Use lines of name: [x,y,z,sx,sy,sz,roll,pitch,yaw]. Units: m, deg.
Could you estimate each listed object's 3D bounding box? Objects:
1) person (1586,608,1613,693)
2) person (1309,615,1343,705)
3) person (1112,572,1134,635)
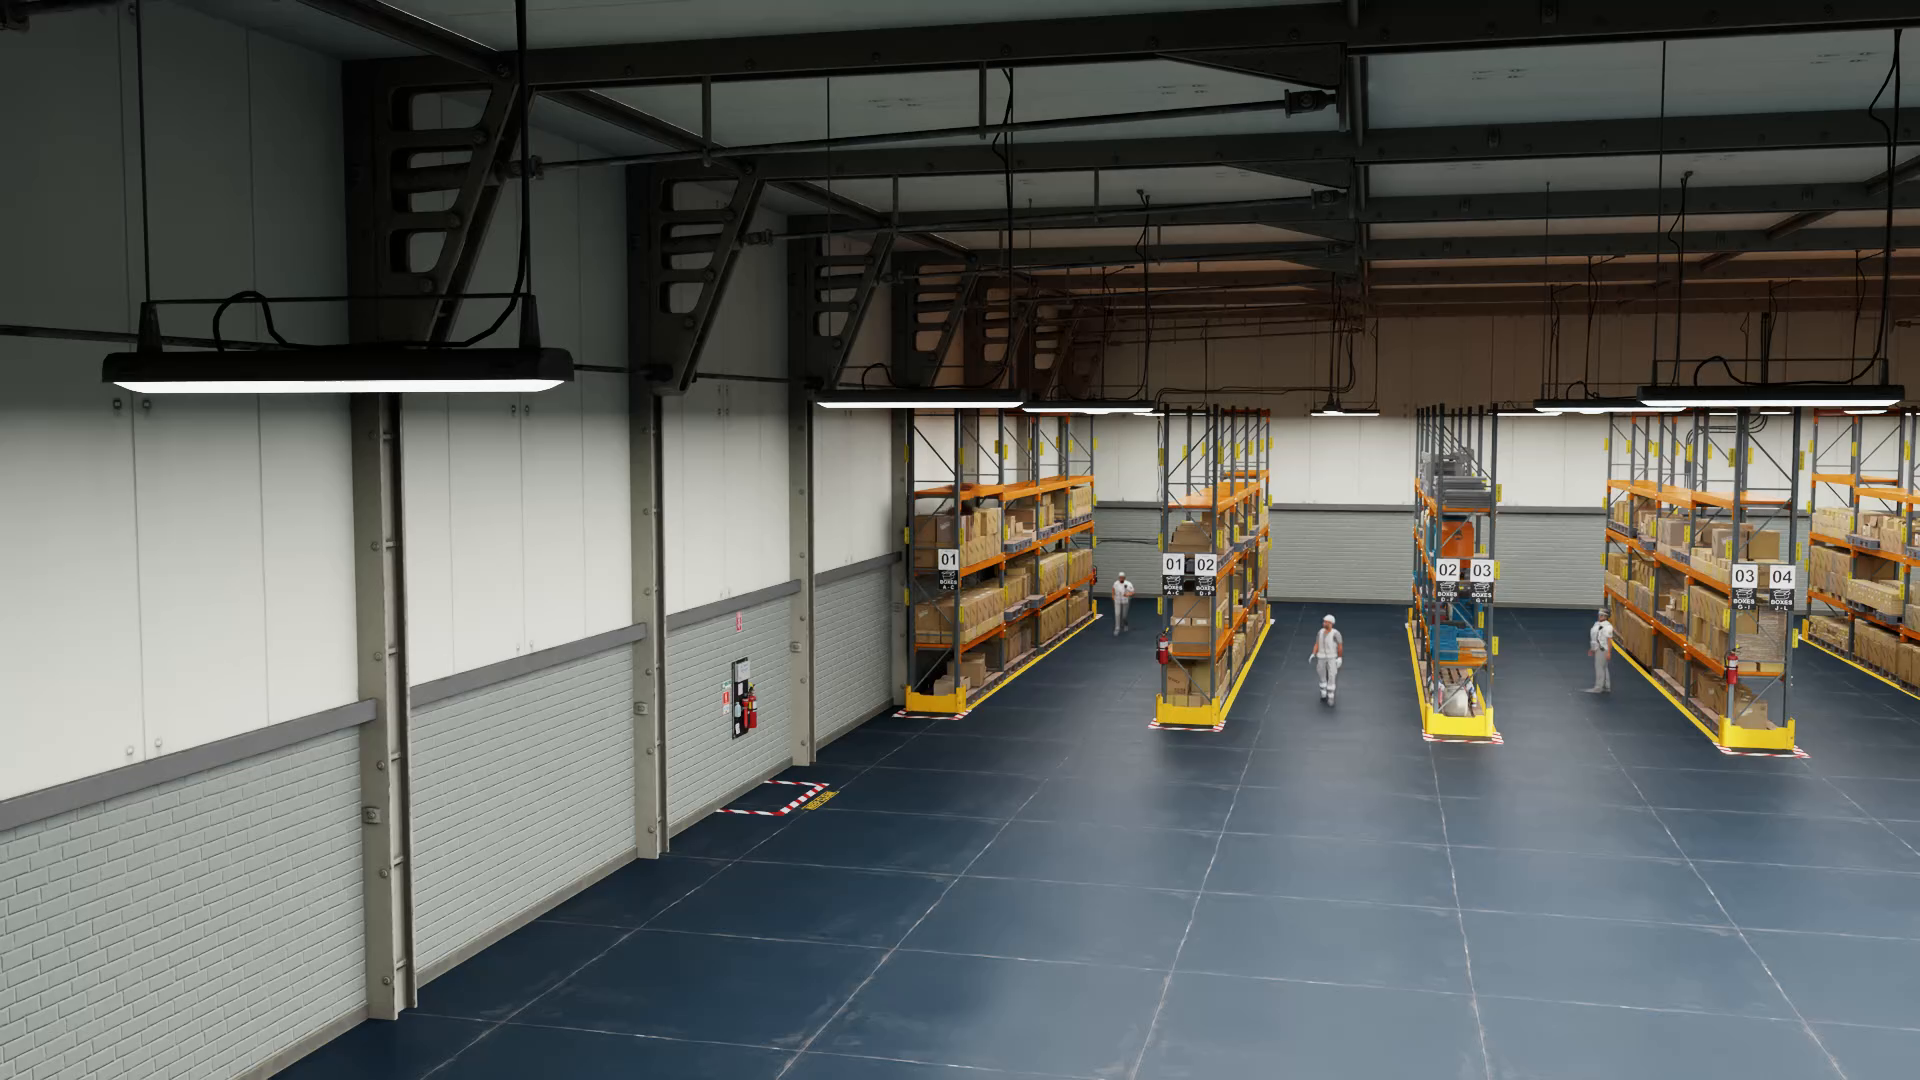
person: [13.380,2.307,34.839,0.524,1.752,0.537,1,4,9]
person: [7.378,2.391,33.542,0.661,1.747,0.994,1,4,13]
person: [4.298,1.666,44.094,0.631,1.620,1.028,1,4,16]
